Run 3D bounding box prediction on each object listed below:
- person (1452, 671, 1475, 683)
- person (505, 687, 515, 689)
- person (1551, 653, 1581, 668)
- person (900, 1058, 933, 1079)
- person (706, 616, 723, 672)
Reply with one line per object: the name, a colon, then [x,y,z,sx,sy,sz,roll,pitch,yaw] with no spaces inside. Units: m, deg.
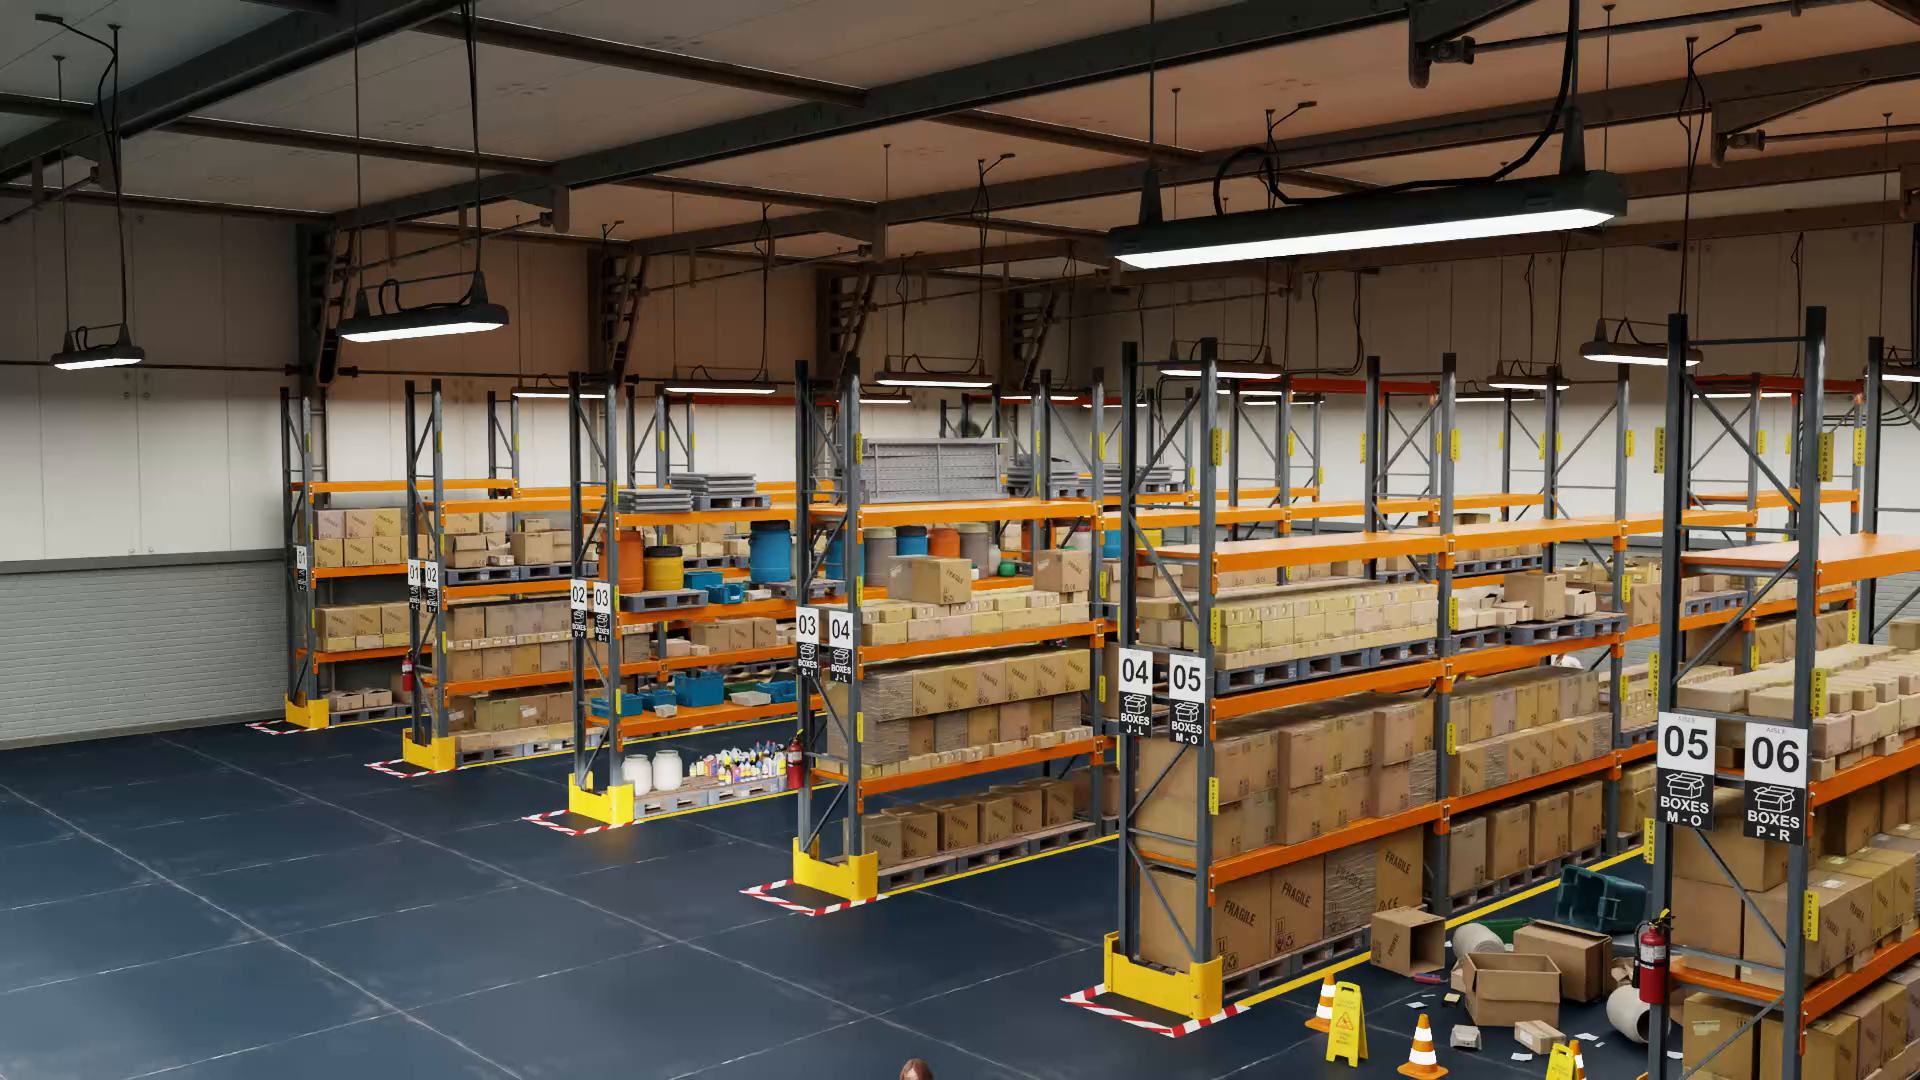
person: [7.538,2.683,25.047,0.672,1.829,0.776,4,5,44]
person: [-7.755,2.550,28.661,0.807,1.638,0.512,-3,5,-39]
person: [9.822,2.531,27.197,0.722,1.776,0.936,3,5,39]
person: [-0.234,3.753,9.498,0.510,1.578,0.644,1,4,8]
person: [-4.720,2.291,32.313,0.577,1.611,0.563,3,5,38]
